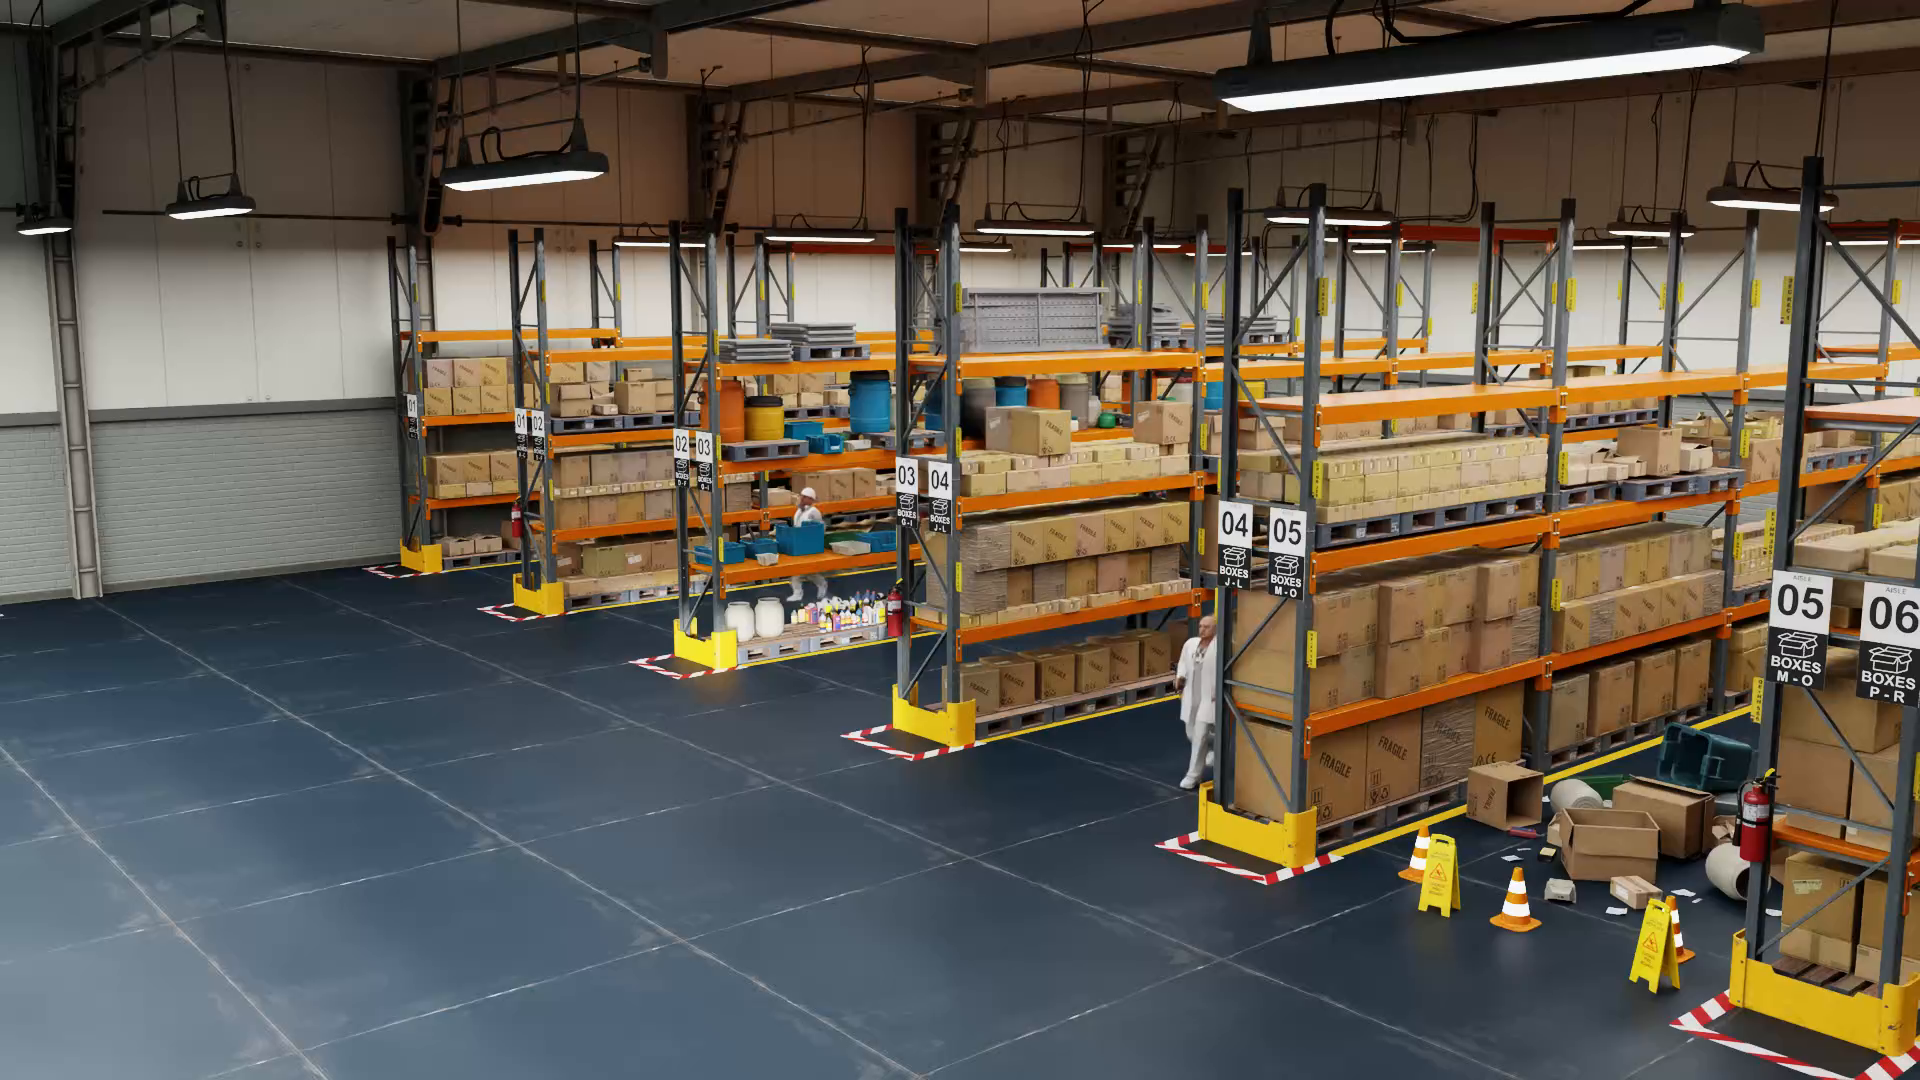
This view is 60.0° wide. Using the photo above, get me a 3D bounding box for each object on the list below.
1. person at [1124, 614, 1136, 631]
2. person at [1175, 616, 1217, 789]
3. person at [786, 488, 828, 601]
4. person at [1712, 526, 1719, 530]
[{"bbox_3d":[2.328,0.583,23.009,0.532,1.562,0.474,8,12,41],"label":"person"},{"bbox_3d":[2.562,1.651,17.268,0.725,1.745,0.913,7,11,37],"label":"person"},{"bbox_3d":[-2.399,0.070,25.743,0.668,1.760,0.739,9,12,44],"label":"person"},{"bbox_3d":[11.047,0.622,24.446,0.656,1.651,0.581,-5,10,-32],"label":"person"}]
